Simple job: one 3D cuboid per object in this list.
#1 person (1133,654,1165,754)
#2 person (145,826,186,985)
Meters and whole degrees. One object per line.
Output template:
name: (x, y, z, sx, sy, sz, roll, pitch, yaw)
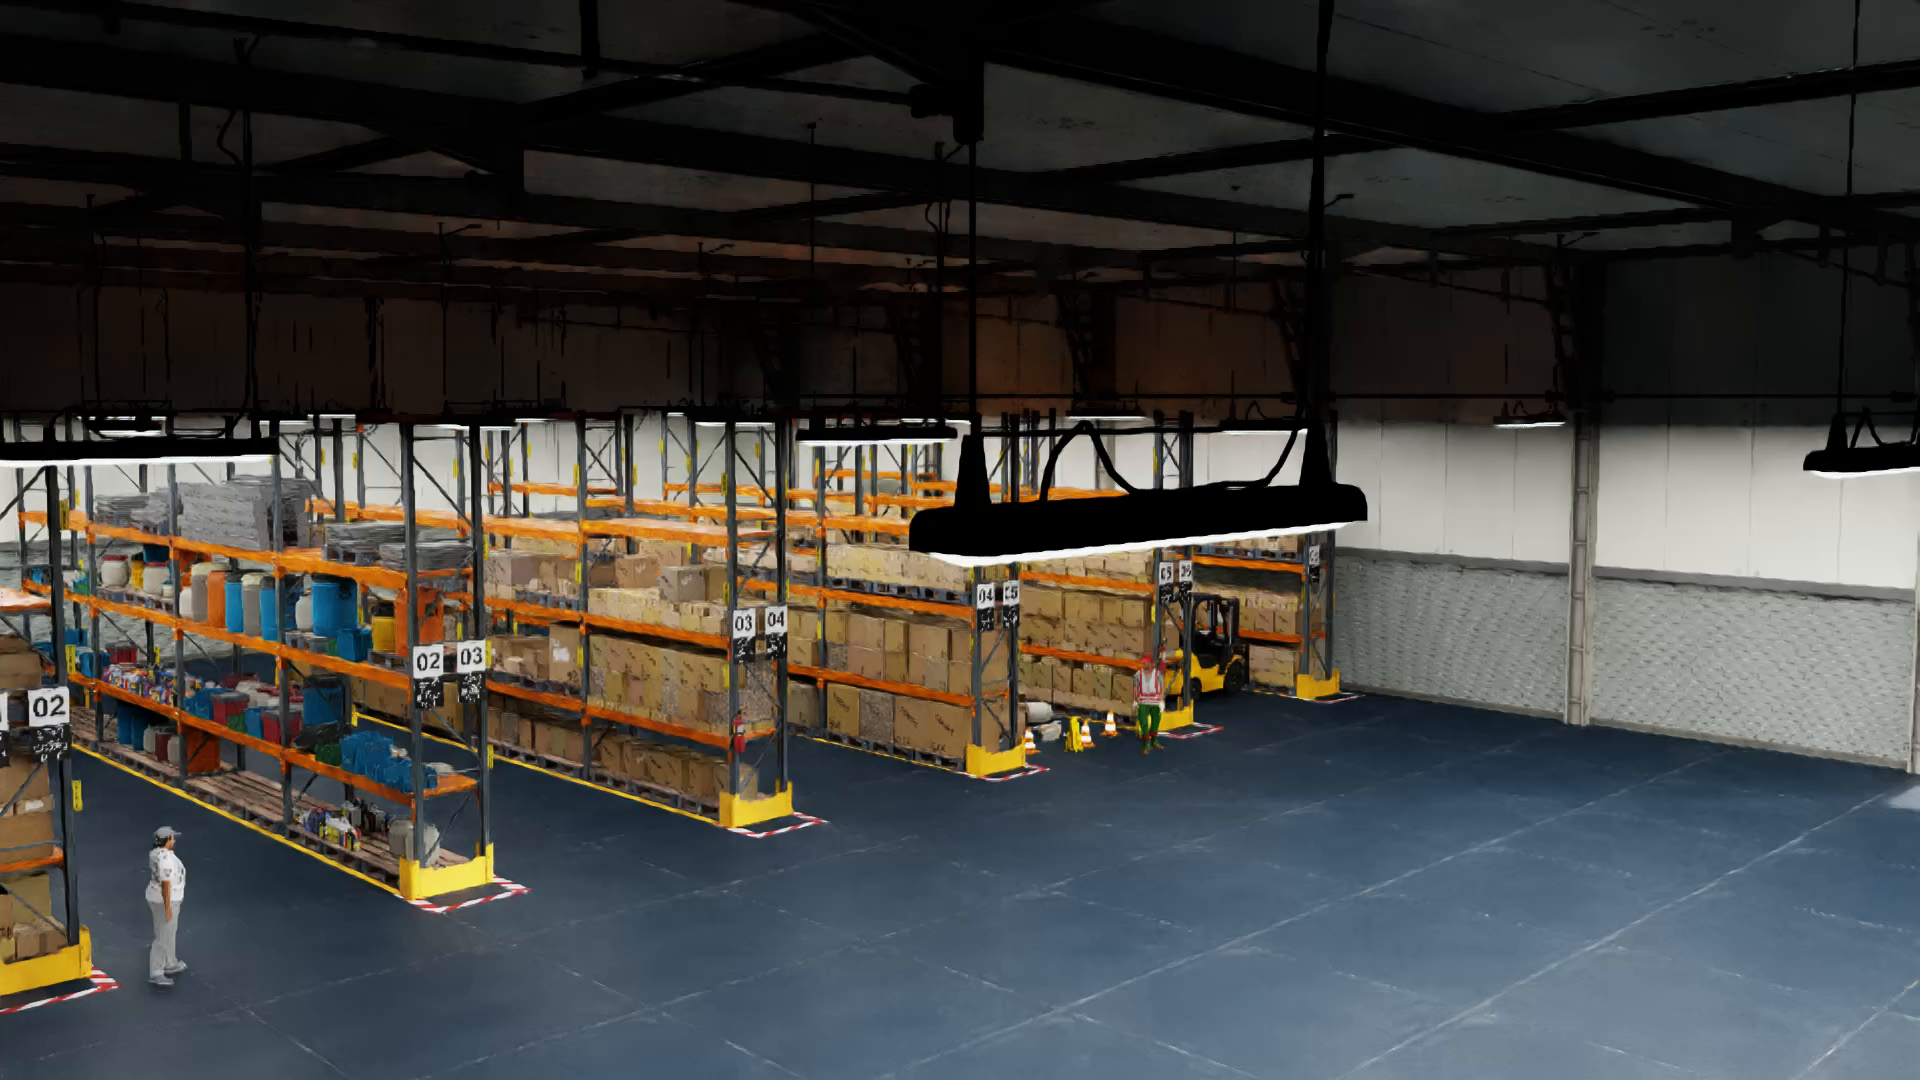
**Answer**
person: (3.352, 2.889, 29.532, 0.569, 1.785, 0.619, 1, 5, 9)
person: (-8.618, 3.933, 18.043, 0.452, 1.664, 0.644, -4, 6, -37)
